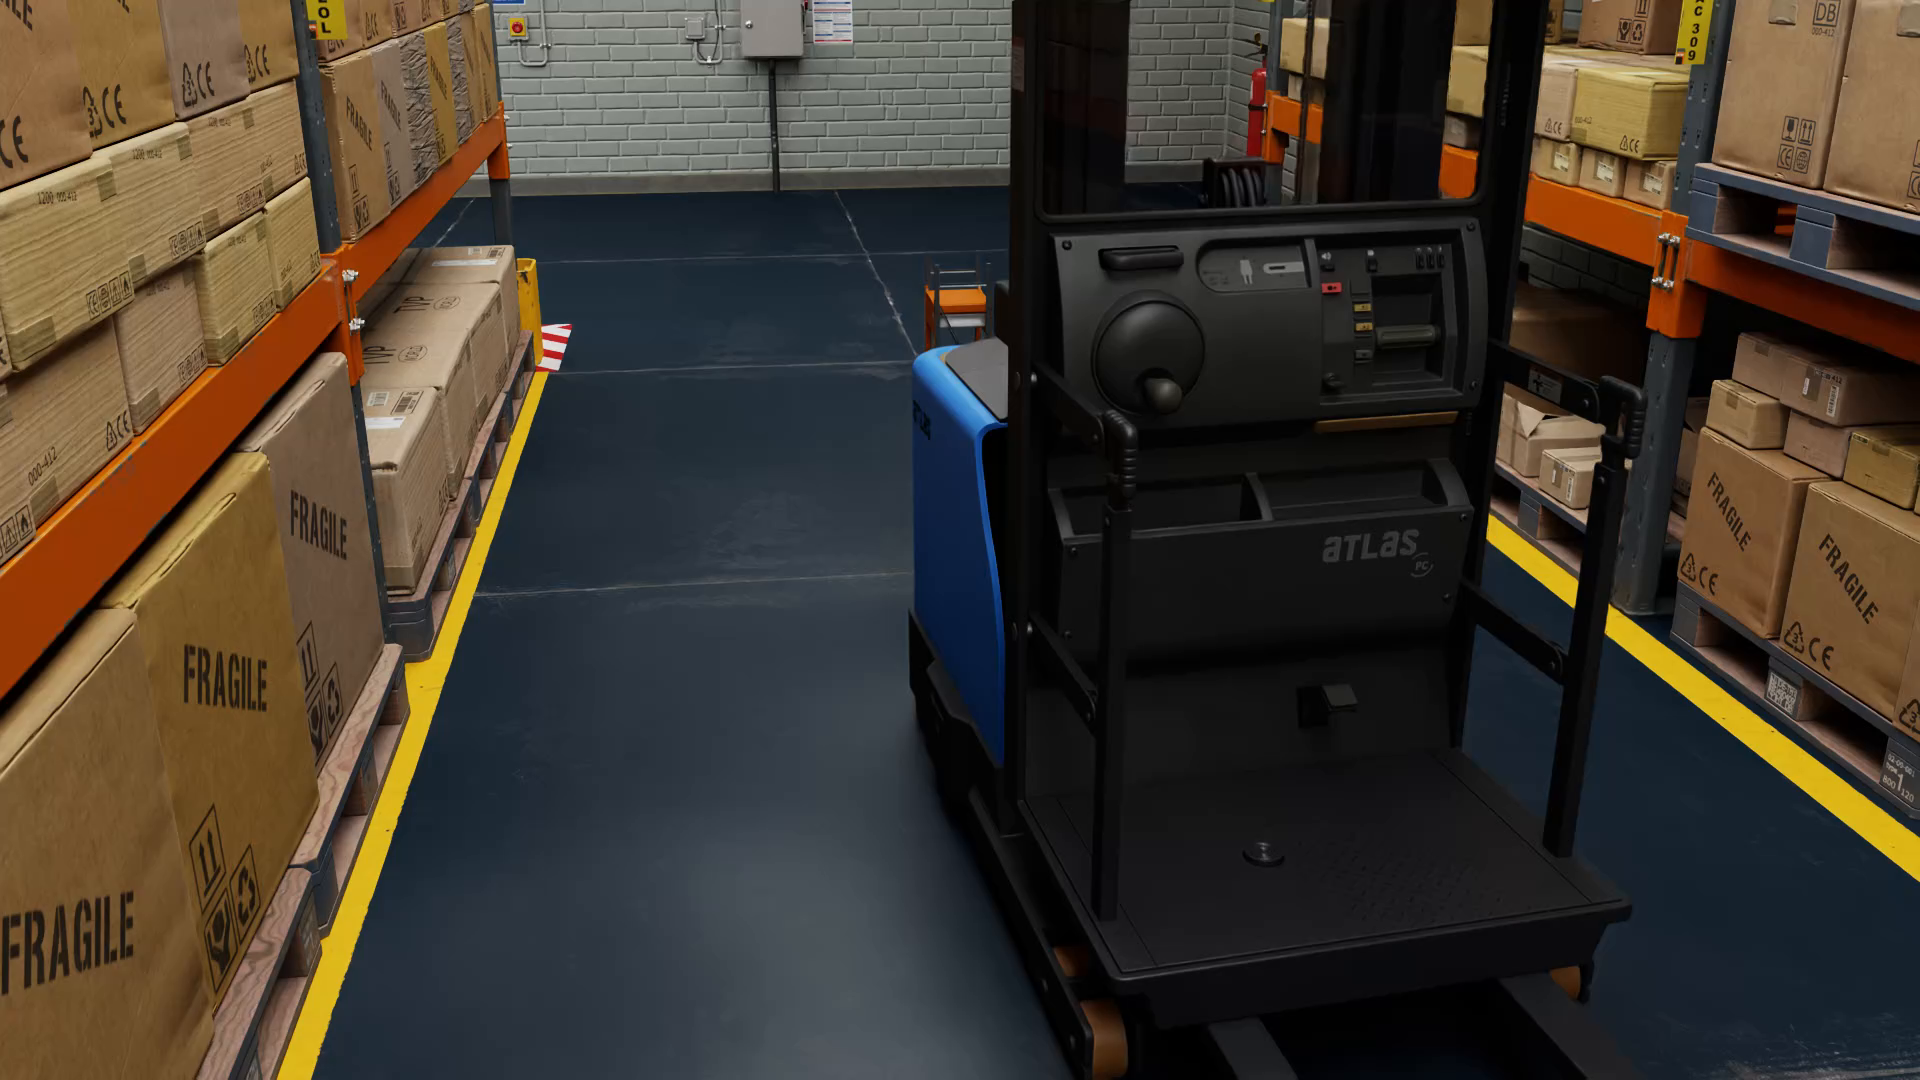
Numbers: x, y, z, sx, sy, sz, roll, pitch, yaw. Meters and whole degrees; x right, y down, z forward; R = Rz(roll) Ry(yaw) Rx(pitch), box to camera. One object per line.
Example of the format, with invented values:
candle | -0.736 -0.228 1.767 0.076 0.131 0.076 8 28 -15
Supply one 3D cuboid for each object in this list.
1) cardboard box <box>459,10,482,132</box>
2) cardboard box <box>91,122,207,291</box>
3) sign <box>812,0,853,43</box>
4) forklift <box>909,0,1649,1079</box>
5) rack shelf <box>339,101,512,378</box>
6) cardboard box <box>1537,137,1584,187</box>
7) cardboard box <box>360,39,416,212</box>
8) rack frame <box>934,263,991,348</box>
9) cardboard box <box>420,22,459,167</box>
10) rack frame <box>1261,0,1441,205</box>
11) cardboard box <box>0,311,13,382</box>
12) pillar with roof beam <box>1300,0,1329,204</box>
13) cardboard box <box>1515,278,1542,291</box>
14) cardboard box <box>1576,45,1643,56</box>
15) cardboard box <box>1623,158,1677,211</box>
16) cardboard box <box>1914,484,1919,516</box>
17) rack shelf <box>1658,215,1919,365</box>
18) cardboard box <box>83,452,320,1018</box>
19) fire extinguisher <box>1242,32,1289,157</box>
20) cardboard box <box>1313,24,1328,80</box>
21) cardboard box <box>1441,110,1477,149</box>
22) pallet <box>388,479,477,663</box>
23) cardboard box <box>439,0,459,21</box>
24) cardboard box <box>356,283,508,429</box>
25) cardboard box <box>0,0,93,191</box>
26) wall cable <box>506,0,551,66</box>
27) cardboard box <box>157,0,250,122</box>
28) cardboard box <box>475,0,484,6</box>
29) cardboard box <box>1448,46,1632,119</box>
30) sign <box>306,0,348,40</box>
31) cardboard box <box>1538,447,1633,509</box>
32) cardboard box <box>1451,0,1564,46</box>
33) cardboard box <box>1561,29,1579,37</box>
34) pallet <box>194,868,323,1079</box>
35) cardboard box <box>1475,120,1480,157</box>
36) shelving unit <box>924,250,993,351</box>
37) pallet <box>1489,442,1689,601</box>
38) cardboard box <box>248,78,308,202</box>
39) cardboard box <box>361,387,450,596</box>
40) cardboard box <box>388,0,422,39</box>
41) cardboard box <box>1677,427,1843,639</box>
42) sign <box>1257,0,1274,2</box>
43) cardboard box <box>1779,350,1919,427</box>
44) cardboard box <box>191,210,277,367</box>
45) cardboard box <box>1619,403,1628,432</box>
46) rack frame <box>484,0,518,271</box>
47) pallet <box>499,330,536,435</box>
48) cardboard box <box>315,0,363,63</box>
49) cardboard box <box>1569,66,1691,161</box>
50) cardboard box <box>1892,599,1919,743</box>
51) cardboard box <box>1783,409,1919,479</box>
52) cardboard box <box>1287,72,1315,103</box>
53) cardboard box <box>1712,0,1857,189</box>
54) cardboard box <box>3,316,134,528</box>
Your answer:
cardboard box | -2.393 -2.043 7.255 0.500 0.500 0.500 -3 21 -9
cardboard box | -1.741 -0.611 3.065 0.500 0.250 0.500 -2 21 -6
sign | -1.059 -4.383 13.799 0.329 0.494 0.001 -3 21 -8
forklift | 0.696 -0.439 3.201 1.130 2.935 3.031 -5 21 -13
rack shelf | -2.494 -1.295 6.423 1.077 0.370 4.000 -3 21 -8
cardboard box | 2.290 -1.349 5.899 0.380 0.149 0.250 -2 21 -6
cardboard box | -2.082 -1.336 5.363 0.500 0.500 0.500 -3 21 -7
rack frame | 0.010 -0.468 5.969 0.200 1.050 0.008 -3 21 -8
cardboard box | -2.222 -1.687 6.303 0.500 0.500 0.500 -2 21 -6
rack frame | 2.129 -2.576 8.825 1.000 3.000 0.127 -3 21 -8
cardboard box | -1.590 -0.258 2.120 0.500 0.250 0.500 -3 21 -8
pillar with roof beam | -1.627 -6.148 9.815 9.100 9.000 0.400 -3 21 -8
cardboard box | 2.186 -0.899 7.308 0.500 0.500 0.500 -3 21 -7
cardboard box | 2.750 -1.797 6.530 0.500 0.250 0.500 -2 21 -7
cardboard box | 2.410 -1.171 5.423 0.380 0.149 0.250 -3 21 -7
cardboard box | 2.712 -0.108 4.264 0.380 0.149 0.250 -3 21 -9
rack shelf | 2.994 -0.161 3.389 1.077 0.370 4.000 -3 21 -8
cardboard box | -1.899 0.382 3.341 0.875 0.875 0.875 -2 21 -6
fire extinguisher | 1.651 -2.392 8.978 0.296 0.674 0.183 -3 21 -8
cardboard box | 2.001 -2.300 7.875 0.500 0.250 0.500 -3 21 -7
cardboard box | 2.205 -1.706 6.856 0.380 0.149 0.250 -3 21 -8
pallet | -2.237 0.100 5.647 1.003 0.211 1.213 -3 21 -8
cardboard box | -2.304 -2.334 6.605 0.500 0.500 0.500 -3 21 -8
cardboard box | -2.448 -0.781 7.081 0.875 0.438 0.875 -2 21 -6
cardboard box | -1.667 -0.779 2.442 0.500 0.500 0.500 -3 21 -7
wall cable | -3.618 -4.766 13.192 0.585 1.953 0.123 -3 21 -8
cardboard box | -1.810 -1.134 3.392 0.500 0.500 0.500 -3 21 -7
cardboard box | -2.477 -2.684 7.544 0.500 0.500 0.500 -2 21 -6
cardboard box | 2.246 -1.770 6.457 0.500 0.250 0.500 -3 21 -8
sign | -1.670 -1.475 4.337 0.100 0.325 0.005 -3 21 -8
cardboard box | 2.335 -0.230 6.019 0.380 0.149 0.250 -4 21 -9
cardboard box | 2.145 -2.306 6.821 0.500 0.500 0.500 -2 21 -6
cardboard box | 2.598 -2.149 7.471 0.500 0.250 0.500 -2 21 -6
pallet | -1.840 1.054 3.093 1.003 0.211 1.213 -3 21 -8
cardboard box | 2.214 -1.528 6.379 0.380 0.149 0.250 -3 21 -9
shelving unit | -0.008 -0.510 6.082 0.215 1.050 0.252 -3 21 -8
pallet | 2.608 -0.122 6.242 1.003 0.211 1.213 -3 21 -8
cardboard box | -1.901 -0.963 4.006 0.500 0.250 0.500 -3 21 -8
cardboard box | -2.190 -0.158 5.415 0.875 0.438 0.875 -3 21 -9
cardboard box | -2.164 -1.985 5.671 0.500 0.500 0.500 -3 21 -7
cardboard box | 2.553 -0.038 5.002 0.500 0.500 0.500 -2 21 -5
sign | 1.593 -2.954 8.600 0.100 0.325 0.005 -3 21 -8
cardboard box | 2.579 -0.435 4.713 0.380 0.149 0.250 -4 21 -10
cardboard box | -1.819 -0.550 3.616 0.500 0.250 0.500 -3 21 -9
cardboard box | 2.782 -0.443 6.589 0.380 0.149 0.250 -3 21 -8
rack frame | -2.782 -2.324 8.152 1.000 3.000 0.127 -3 21 -8
pallet | -2.589 -0.745 7.909 1.003 0.211 1.213 -3 21 -8
cardboard box | -2.034 -1.631 4.725 0.500 0.500 0.500 -3 21 -7
cardboard box | 2.391 -1.424 5.531 0.500 0.250 0.500 -2 21 -6
cardboard box | 2.707 0.319 4.047 0.500 0.500 0.500 -4 21 -9
cardboard box | 2.611 -0.291 4.753 0.380 0.149 0.250 -3 21 -9
cardboard box | 1.905 -2.330 8.527 0.380 0.149 0.250 -3 21 -8
cardboard box | 2.554 -1.256 4.548 0.700 0.500 0.500 -2 21 -6
cardboard box | -1.686 -0.196 2.667 0.500 0.250 0.500 -3 21 -8
